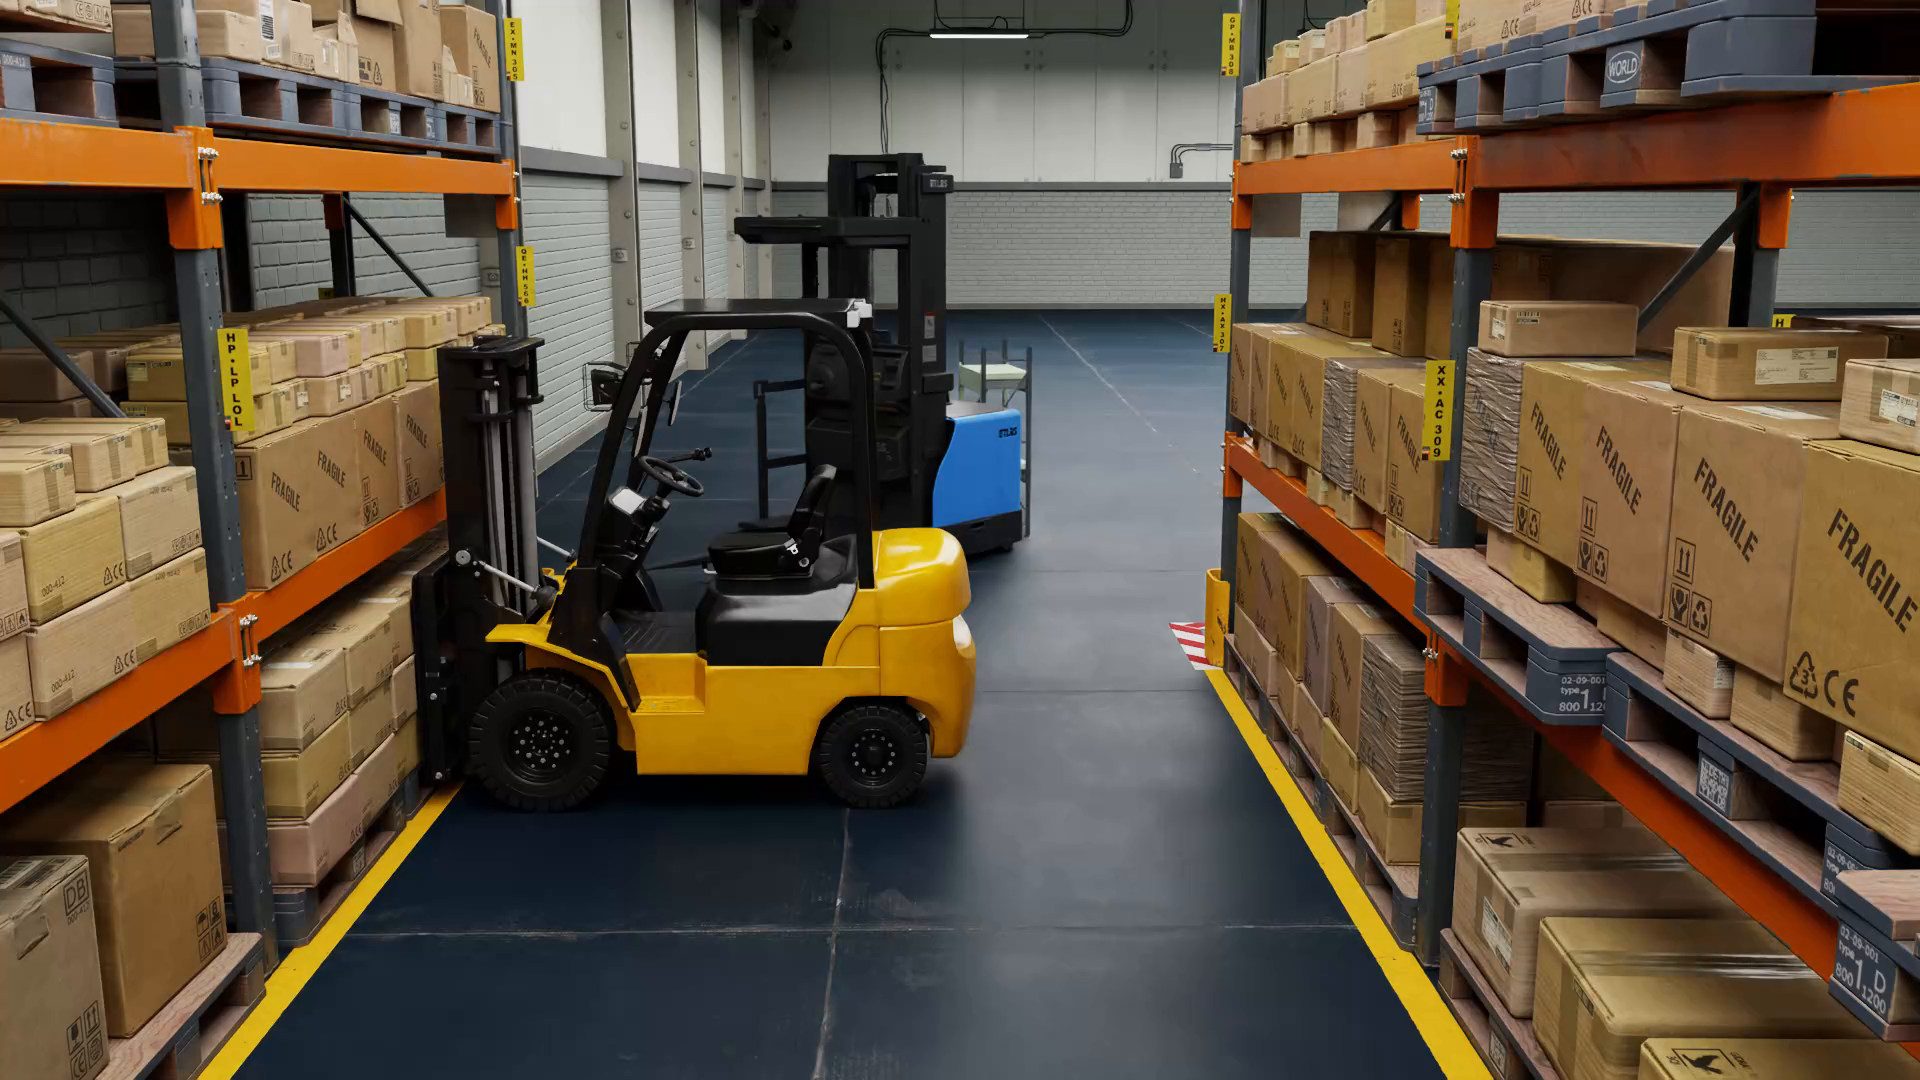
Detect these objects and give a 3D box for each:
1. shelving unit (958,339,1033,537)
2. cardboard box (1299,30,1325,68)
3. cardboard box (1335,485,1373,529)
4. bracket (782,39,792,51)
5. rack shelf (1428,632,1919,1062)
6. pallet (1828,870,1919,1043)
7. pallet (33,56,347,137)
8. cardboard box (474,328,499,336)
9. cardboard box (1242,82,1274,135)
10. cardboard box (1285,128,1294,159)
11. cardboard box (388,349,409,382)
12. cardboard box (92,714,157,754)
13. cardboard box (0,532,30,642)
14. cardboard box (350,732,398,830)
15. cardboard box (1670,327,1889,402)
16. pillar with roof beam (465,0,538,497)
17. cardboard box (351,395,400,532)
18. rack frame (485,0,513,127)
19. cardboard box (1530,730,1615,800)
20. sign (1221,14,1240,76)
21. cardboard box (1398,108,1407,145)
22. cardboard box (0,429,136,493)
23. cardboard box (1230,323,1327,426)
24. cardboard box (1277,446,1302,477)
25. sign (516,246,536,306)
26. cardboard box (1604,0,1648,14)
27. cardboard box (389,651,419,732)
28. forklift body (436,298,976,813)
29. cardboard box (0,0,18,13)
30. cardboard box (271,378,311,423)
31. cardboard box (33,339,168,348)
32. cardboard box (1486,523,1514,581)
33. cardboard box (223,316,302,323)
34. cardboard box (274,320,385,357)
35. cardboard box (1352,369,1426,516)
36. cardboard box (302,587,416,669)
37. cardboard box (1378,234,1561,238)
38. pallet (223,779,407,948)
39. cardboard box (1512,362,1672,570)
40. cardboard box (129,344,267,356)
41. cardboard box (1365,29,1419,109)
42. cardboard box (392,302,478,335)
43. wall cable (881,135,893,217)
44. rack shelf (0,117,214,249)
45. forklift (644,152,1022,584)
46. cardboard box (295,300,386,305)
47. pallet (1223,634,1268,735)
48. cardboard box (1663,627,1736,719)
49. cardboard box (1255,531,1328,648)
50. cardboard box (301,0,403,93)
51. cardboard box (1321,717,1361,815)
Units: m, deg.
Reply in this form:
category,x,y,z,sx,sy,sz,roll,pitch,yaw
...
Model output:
category,x,y,z,sx,sy,sz,roll,pitch,yaw
shelving unit,0.275,-0.826,13.359,0.431,1.500,0.755,-3,12,-13
cardboard box,1.741,-2.210,7.489,0.380,0.149,0.250,0,11,0
cardboard box,1.765,-0.141,6.843,0.380,0.149,0.250,0,11,-2
bracket,-4.154,-11.854,39.805,0.235,0.232,0.430,0,11,-1
rack shelf,2.142,0.750,3.625,1.077,0.370,4.000,0,11,-1
pallet,2.062,0.748,2.309,1.213,0.211,1.003,0,11,-1
pallet,-2.905,-1.575,5.955,1.003,0.211,1.213,0,11,-1
cardboard box,-2.622,-1.022,8.670,0.380,0.149,0.250,0,11,0
cardboard box,1.762,-2.236,8.622,0.500,0.250,0.500,0,11,-2
cardboard box,1.796,-1.921,8.070,0.380,0.149,0.250,0,11,-2
cardboard box,-2.691,-0.768,7.417,0.380,0.149,0.250,0,11,-2
cardboard box,-3.065,0.576,6.020,0.500,0.250,0.500,0,11,0
cardboard box,-2.573,0.150,3.894,0.500,0.250,0.500,0,11,0
cardboard box,-2.567,0.965,6.619,0.500,0.250,0.500,0,11,-2
cardboard box,1.882,-0.408,3.837,0.380,0.149,0.250,0,11,2
pillar with roof beam,0.349,-4.782,13.998,9.100,9.000,0.400,0,11,-1
cardboard box,-2.649,-0.321,6.846,0.500,0.500,0.500,0,11,-2
rack frame,-2.944,-3.714,8.732,1.000,3.000,0.127,0,11,-1
cardboard box,2.359,0.656,6.254,0.500,0.500,0.500,0,11,2
sign,1.476,-2.691,9.037,0.100,0.325,0.005,0,11,-1
cardboard box,1.885,-1.560,6.292,0.380,0.149,0.250,-1,11,-3
cardboard box,-2.609,-0.227,4.752,0.380,0.149,0.250,0,11,-2
cardboard box,1.751,-0.894,8.924,0.500,0.500,0.500,0,11,-2
cardboard box,1.760,-0.398,8.110,0.380,0.149,0.250,0,11,0
sign,-2.402,-1.457,9.187,0.100,0.325,0.005,0,11,-1
cardboard box,1.756,-1.283,3.618,0.500,0.250,0.500,0,11,-2
cardboard box,-2.574,0.621,7.058,0.500,0.250,0.500,0,11,-2
forklift body,-1.081,0.012,7.592,2.313,2.155,1.214,0,11,-1
cardboard box,-2.535,-1.363,4.013,0.380,0.149,0.250,0,11,-1
cardboard box,-2.645,-0.513,6.161,0.380,0.149,0.250,0,11,-1
cardboard box,-3.153,-0.656,6.118,0.380,0.149,0.250,0,11,-2
cardboard box,1.796,0.029,4.949,0.380,0.149,0.250,0,11,0
cardboard box,-3.148,-0.911,7.375,0.380,0.149,0.250,0,11,-1
cardboard box,-2.700,-0.861,7.128,0.380,0.149,0.250,0,11,-1
cardboard box,1.826,-0.384,6.409,0.500,0.500,0.500,0,11,1
cardboard box,-2.580,0.375,7.010,0.500,0.250,0.500,0,11,1
cardboard box,2.363,-1.177,7.804,0.700,0.500,0.500,0,11,-2
pallet,-2.836,1.230,6.467,1.003,0.211,1.213,0,11,-1
cardboard box,1.835,-0.206,4.476,0.500,0.500,0.500,0,11,-1
cardboard box,-2.685,-0.607,5.878,0.380,0.149,0.250,0,11,0
cardboard box,1.811,-1.729,6.123,0.500,0.250,0.500,0,11,-2
cardboard box,-2.658,-1.115,8.381,0.380,0.149,0.250,0,11,0
wall cable,-3.190,-8.604,40.649,3.097,2.526,0.112,0,11,-1
rack shelf,-2.820,-0.699,3.223,1.077,0.370,4.000,0,11,-1
forklift,-0.872,-1.215,11.676,1.130,2.935,3.031,10,15,40
cardboard box,-3.208,-1.166,8.629,0.380,0.149,0.250,0,11,1
pallet,2.001,0.748,8.839,1.003,0.211,1.213,0,11,-1
cardboard box,1.796,0.288,3.671,0.380,0.149,0.250,0,11,1
cardboard box,1.775,0.249,8.258,0.500,0.500,0.500,-1,11,-3
cardboard box,-2.796,-2.142,6.960,0.797,0.503,0.637,0,11,1
cardboard box,1.799,0.920,6.841,0.500,0.250,0.500,-1,11,-3
